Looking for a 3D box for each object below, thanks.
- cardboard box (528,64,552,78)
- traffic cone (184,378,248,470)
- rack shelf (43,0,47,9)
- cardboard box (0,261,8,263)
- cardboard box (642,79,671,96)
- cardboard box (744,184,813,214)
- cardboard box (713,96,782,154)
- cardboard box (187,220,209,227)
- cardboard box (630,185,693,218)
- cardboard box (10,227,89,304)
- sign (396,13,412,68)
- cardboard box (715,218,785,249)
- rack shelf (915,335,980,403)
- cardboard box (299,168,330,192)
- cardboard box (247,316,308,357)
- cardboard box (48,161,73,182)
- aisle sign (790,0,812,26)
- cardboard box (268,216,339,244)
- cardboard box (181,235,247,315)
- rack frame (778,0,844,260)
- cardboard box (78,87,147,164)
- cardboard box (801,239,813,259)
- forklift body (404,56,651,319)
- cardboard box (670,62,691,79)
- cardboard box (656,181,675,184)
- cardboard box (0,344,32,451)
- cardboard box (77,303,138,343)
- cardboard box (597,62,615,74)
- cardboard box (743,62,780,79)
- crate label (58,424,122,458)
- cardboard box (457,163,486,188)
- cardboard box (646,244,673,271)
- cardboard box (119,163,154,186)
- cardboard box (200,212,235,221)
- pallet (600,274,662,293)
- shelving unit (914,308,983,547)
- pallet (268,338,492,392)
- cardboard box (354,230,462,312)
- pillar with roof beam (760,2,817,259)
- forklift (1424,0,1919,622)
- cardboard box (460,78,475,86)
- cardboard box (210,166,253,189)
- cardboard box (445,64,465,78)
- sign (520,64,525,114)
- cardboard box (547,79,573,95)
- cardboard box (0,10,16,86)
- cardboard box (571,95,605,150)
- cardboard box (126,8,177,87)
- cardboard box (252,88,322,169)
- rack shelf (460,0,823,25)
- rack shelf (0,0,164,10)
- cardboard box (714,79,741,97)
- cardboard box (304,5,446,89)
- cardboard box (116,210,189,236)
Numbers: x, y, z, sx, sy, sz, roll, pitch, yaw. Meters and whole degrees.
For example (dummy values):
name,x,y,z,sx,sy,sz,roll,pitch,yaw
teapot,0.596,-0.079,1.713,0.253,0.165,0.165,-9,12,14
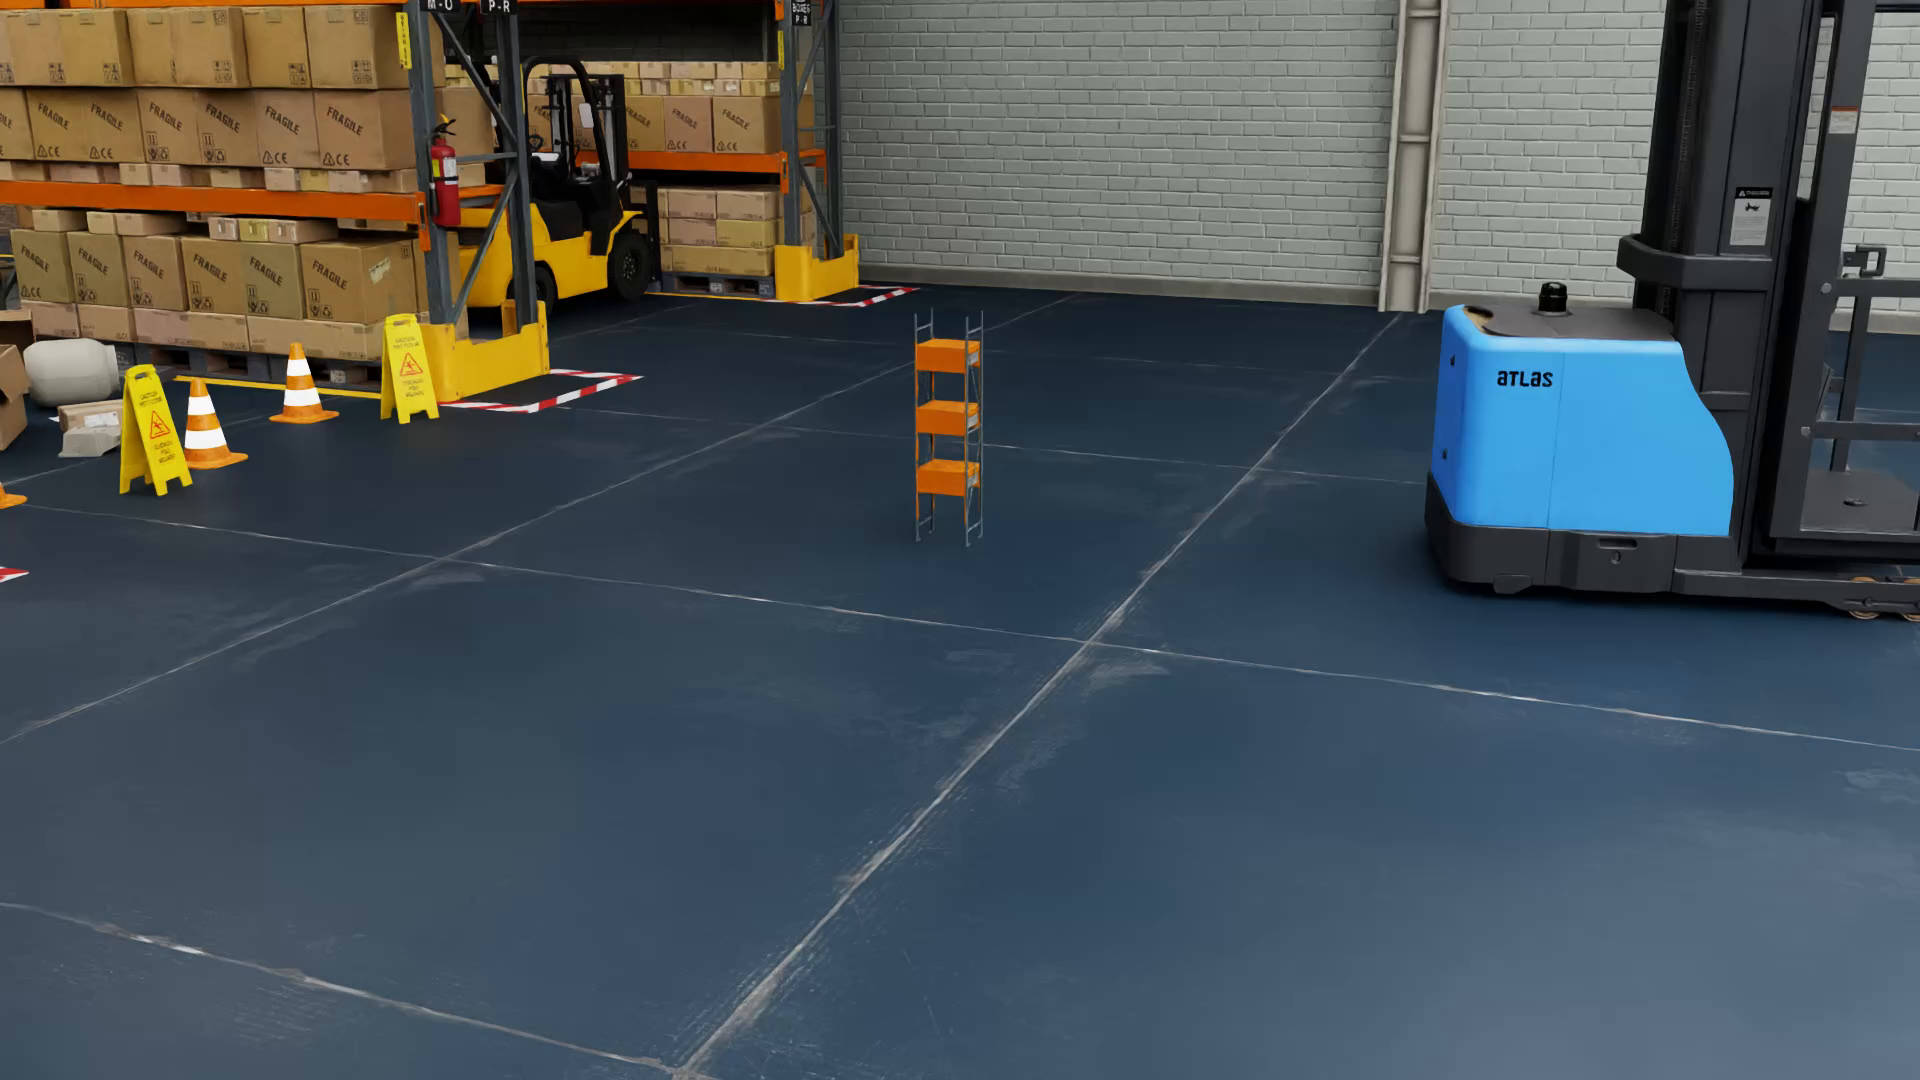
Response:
name,x,y,z,sx,sy,sz,roll,pitch,yaw
cardboard box,-3.923,-4.478,15.841,0.250,0.149,0.380,6,17,20
traffic cone,-4.142,-0.656,9.103,0.334,0.463,0.336,6,17,21
rack shelf,-8.759,-4.196,12.658,4.000,0.370,1.077,6,17,21
cardboard box,-8.058,-1.962,13.012,0.625,0.372,0.950,7,18,24
cardboard box,-2.745,-4.202,15.424,0.250,0.149,0.380,6,17,19
cardboard box,-1.738,-3.235,15.821,0.500,0.250,0.500,6,17,20
cardboard box,-1.914,-3.805,15.222,0.500,0.500,0.500,6,17,19
cardboard box,-5.776,-2.095,12.345,0.500,0.500,0.500,7,17,22
cardboard box,-2.853,-3.203,15.710,0.500,0.250,0.500,7,17,21
cardboard box,-6.449,-2.008,12.042,0.500,0.500,0.500,7,18,23
sign,-3.400,-3.053,10.168,0.005,0.325,0.100,6,17,21
cardboard box,-1.928,-2.865,15.445,0.500,0.250,0.500,6,17,20
rack shelf,-0.050,-0.772,7.470,0.240,0.259,0.215,6,17,21
cardboard box,-4.111,-2.379,10.937,0.250,0.149,0.380,6,17,20
cardboard box,-4.507,-1.437,11.421,0.500,0.250,0.500,6,17,21
cardboard box,-6.211,-2.629,11.800,0.250,0.149,0.380,6,17,20
aisle sign,-1.407,-4.941,14.650,0.004,0.787,0.394,6,17,21
cardboard box,-4.385,-2.075,11.110,0.250,0.149,0.380,7,18,22
cardboard box,-4.972,-1.849,11.496,0.500,0.500,0.500,6,17,19
rack frame,-1.360,-3.775,15.298,0.127,3.000,1.000,6,17,21
cardboard box,-5.654,-2.870,11.467,0.500,0.500,0.500,6,17,20
cardboard box,-1.745,-2.757,15.970,0.500,0.250,0.500,6,17,21
forklift body,-3.793,-3.088,14.454,1.214,2.155,2.313,6,17,21
cardboard box,-2.469,-4.341,15.371,0.250,0.149,0.380,6,17,21
cardboard box,-3.139,-3.393,16.367,0.500,0.250,0.500,6,17,20
cardboard box,-5.741,-0.812,9.567,0.637,0.503,0.797,-5,17,-18
cardboard box,-5.948,-1.596,11.969,0.500,0.250,0.500,7,18,24
cardboard box,-3.200,-4.415,15.625,0.250,0.149,0.380,7,17,21
cardboard box,-1.771,-4.260,15.090,0.250,0.149,0.380,6,17,21
crate label,-4.896,-0.564,9.370,0.298,0.136,0.250,-2,16,-8
cardboard box,-3.418,-2.455,11.201,0.250,0.149,0.380,6,17,21
cardboard box,-2.834,-2.729,15.874,0.500,0.250,0.500,6,17,21
cardboard box,-5.537,-2.527,11.450,0.250,0.149,0.380,6,17,21
cardboard box,-7.616,-3.523,17.934,0.625,0.625,0.875,7,18,22
pallet,-3.218,-2.629,16.350,1.213,0.211,1.003,6,17,21
shelving unit,-0.050,-0.510,7.546,0.252,1.050,0.215,6,17,21
pallet,-3.991,-1.248,11.595,1.213,0.211,1.003,6,17,21
cardboard box,-3.849,-1.885,11.621,0.500,0.500,0.500,6,17,19
pillar with roof beam,-3.257,-5.845,11.666,0.400,9.000,9.100,6,17,21
forklift,3.583,-1.244,6.702,3.031,2.935,1.130,3,16,9
cardboard box,-4.640,-4.417,16.165,0.250,0.149,0.380,7,17,22
cardboard box,-4.820,-2.462,11.226,0.250,0.149,0.380,6,17,20
cardboard box,-4.893,-4.577,16.184,0.250,0.149,0.380,7,17,22
sign,-2.979,-3.044,11.226,0.005,0.325,0.100,6,17,21
cardboard box,-3.701,-4.305,15.779,0.250,0.149,0.380,6,17,19
cardboard box,-6.569,-3.466,11.728,0.500,0.500,0.700,6,17,20
cardboard box,-3.342,-3.962,15.761,0.500,0.500,0.500,6,17,21
cardboard box,-5.126,-3.320,11.225,0.500,0.500,0.700,6,17,20
cardboard box,-4.248,-2.715,10.932,0.500,0.500,0.500,6,17,21
rack shelf,-3.221,-5.075,15.684,4.000,0.370,1.077,6,17,21
rack shelf,-10.663,-5.893,18.503,4.000,0.370,1.077,6,17,21
cardboard box,-2.034,-4.116,15.128,0.250,0.149,0.380,7,17,22
cardboard box,-3.733,-3.154,10.652,0.500,0.500,0.700,6,17,19
cardboard box,-5.624,-2.212,11.583,0.250,0.149,0.380,7,18,24
